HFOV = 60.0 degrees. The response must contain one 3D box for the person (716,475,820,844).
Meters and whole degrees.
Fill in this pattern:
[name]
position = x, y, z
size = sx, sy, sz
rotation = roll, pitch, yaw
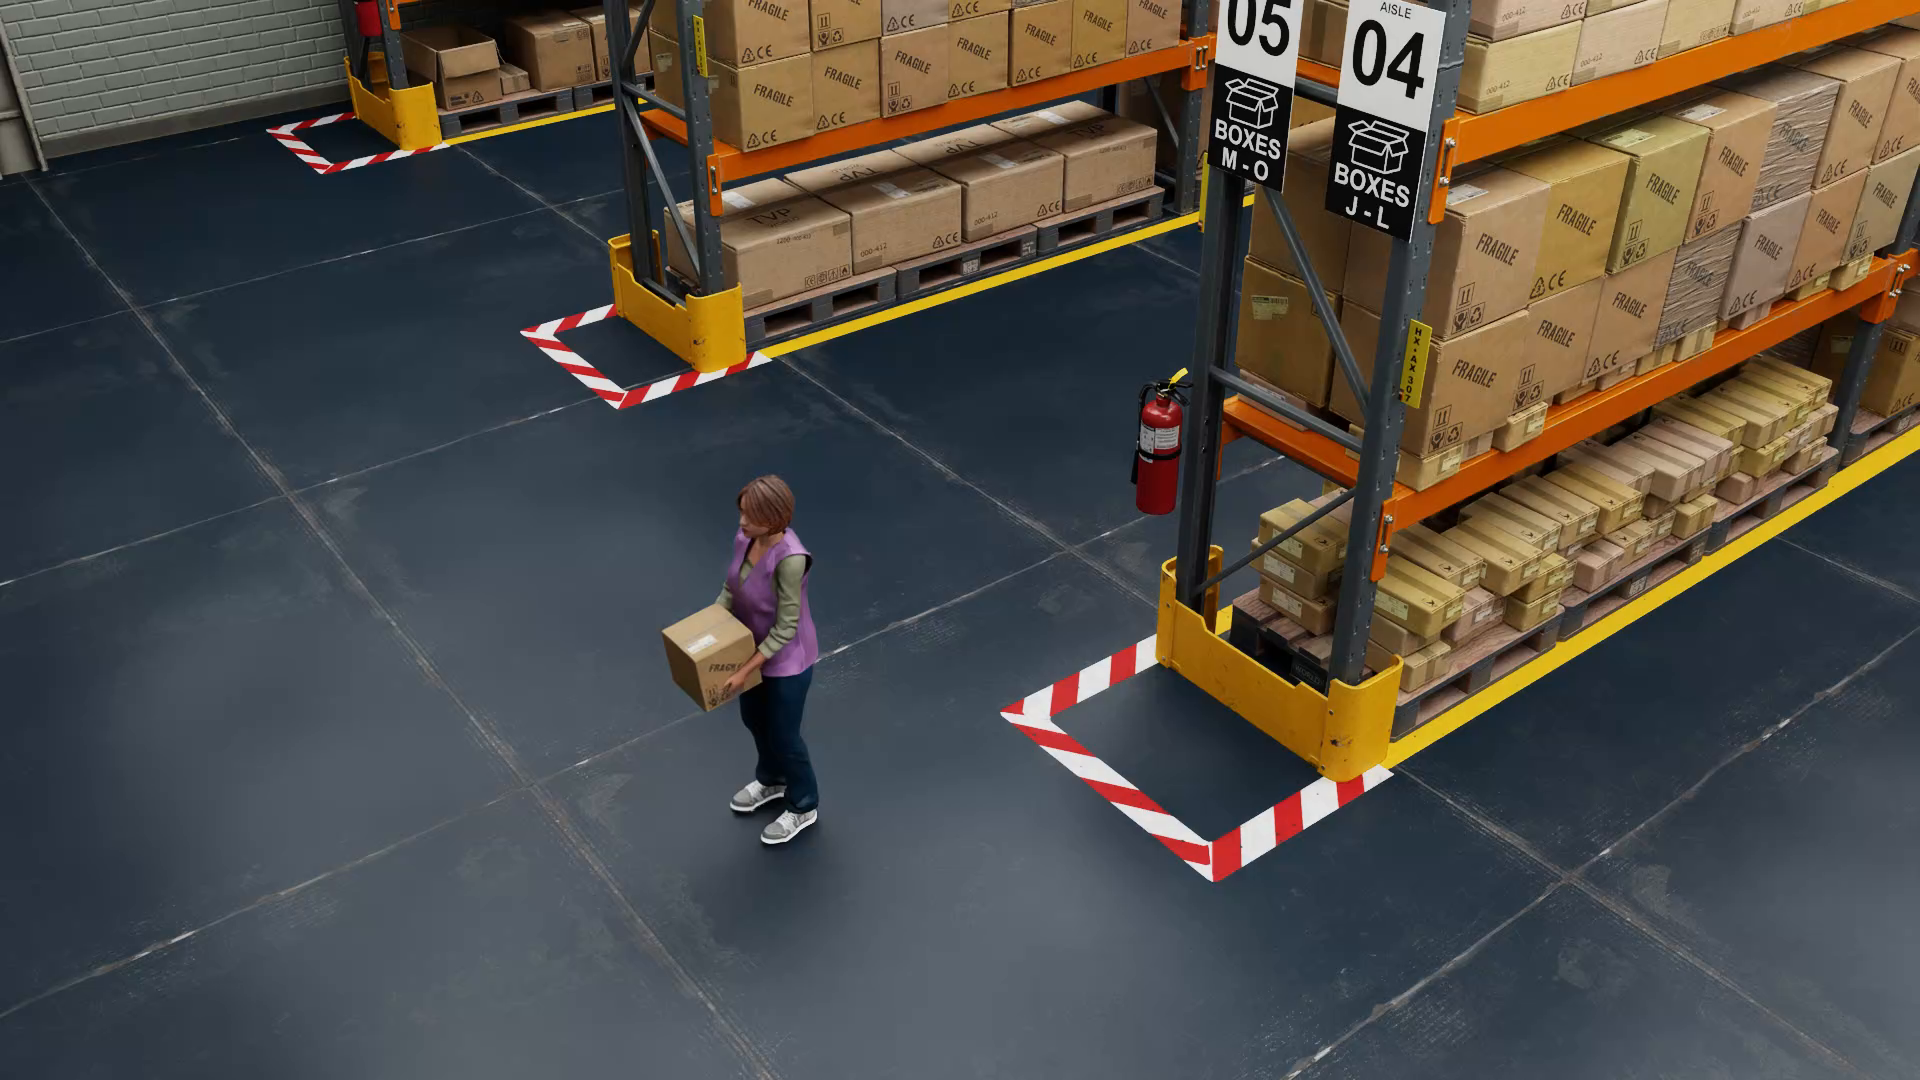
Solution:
[person]
position = -0.782, 0.476, 6.395
size = 0.471, 1.602, 0.438
rotation = -23, 39, -31
